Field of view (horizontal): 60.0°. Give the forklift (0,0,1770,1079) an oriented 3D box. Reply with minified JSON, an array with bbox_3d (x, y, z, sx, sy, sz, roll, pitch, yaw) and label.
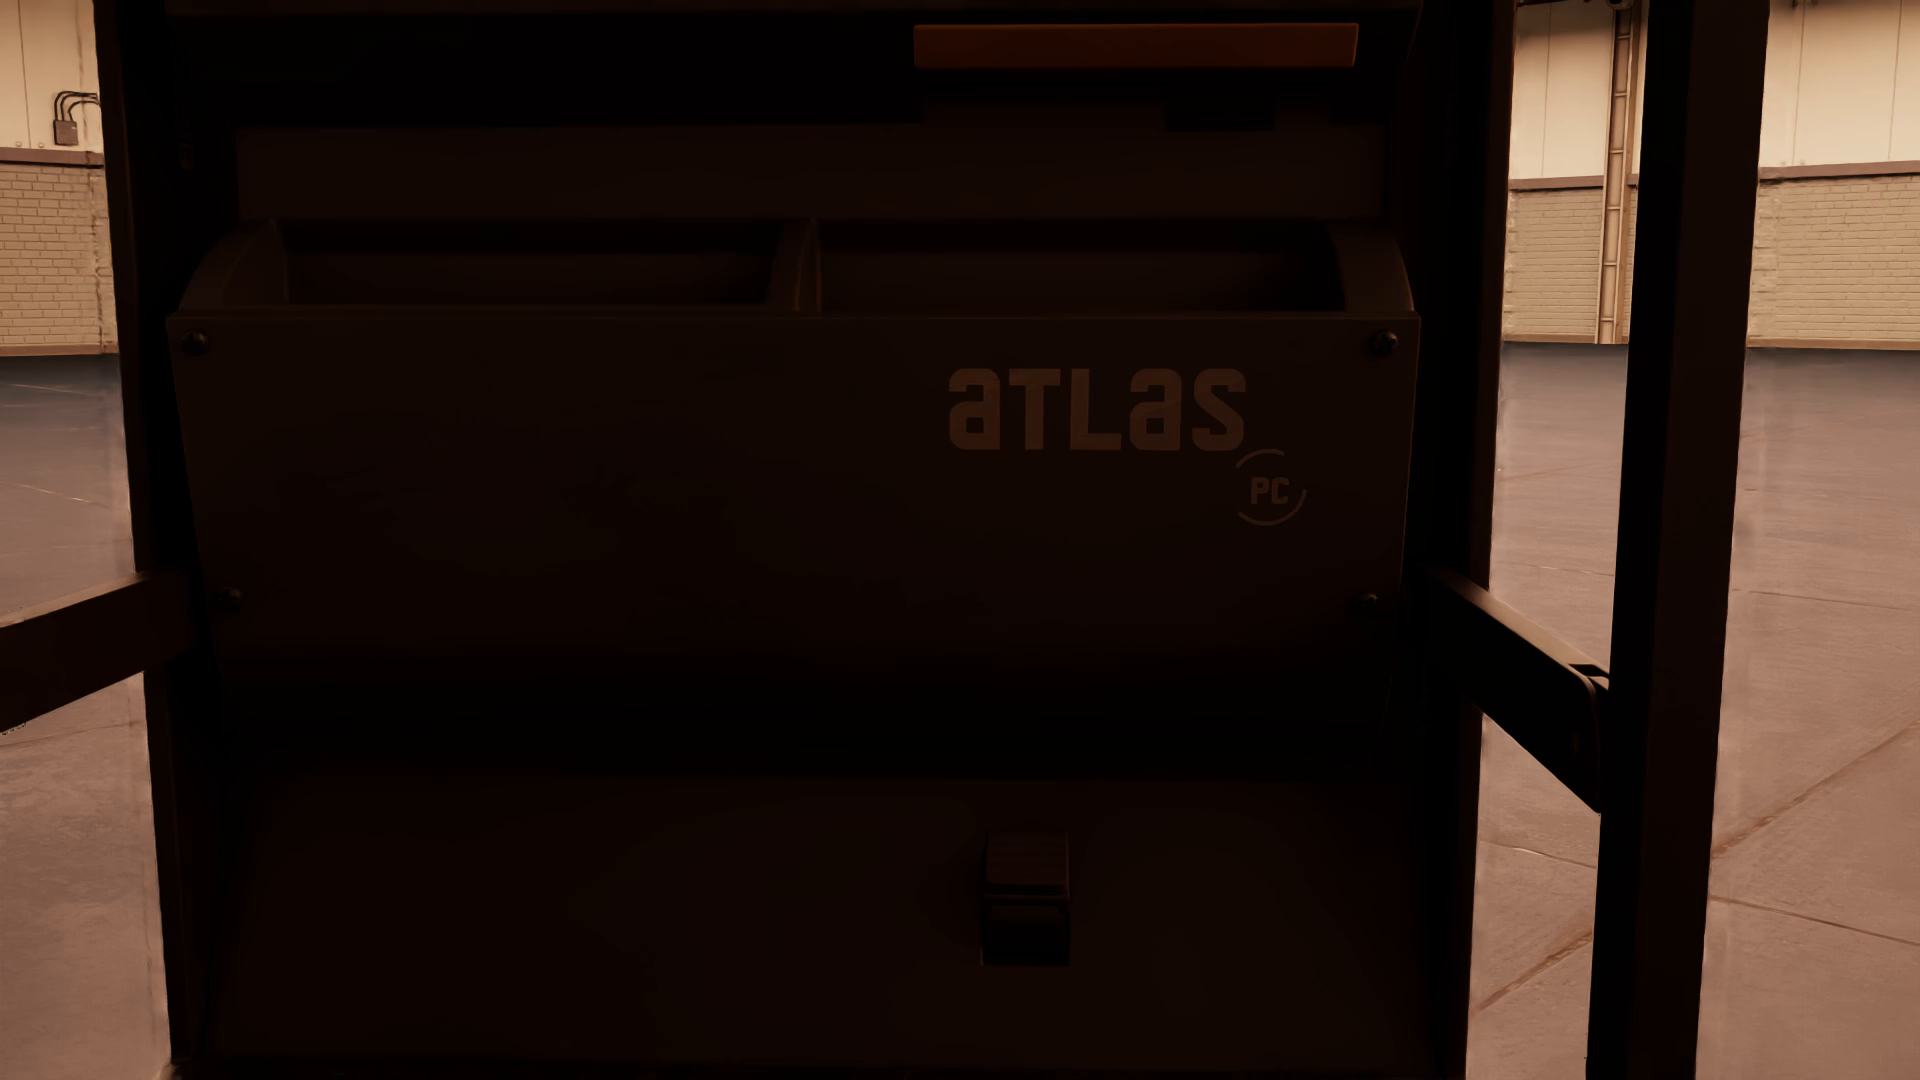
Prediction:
[{"bbox_3d":[-0.131,-0.624,1.019,1.130,2.935,3.031,0,9,2],"label":"forklift"}]
